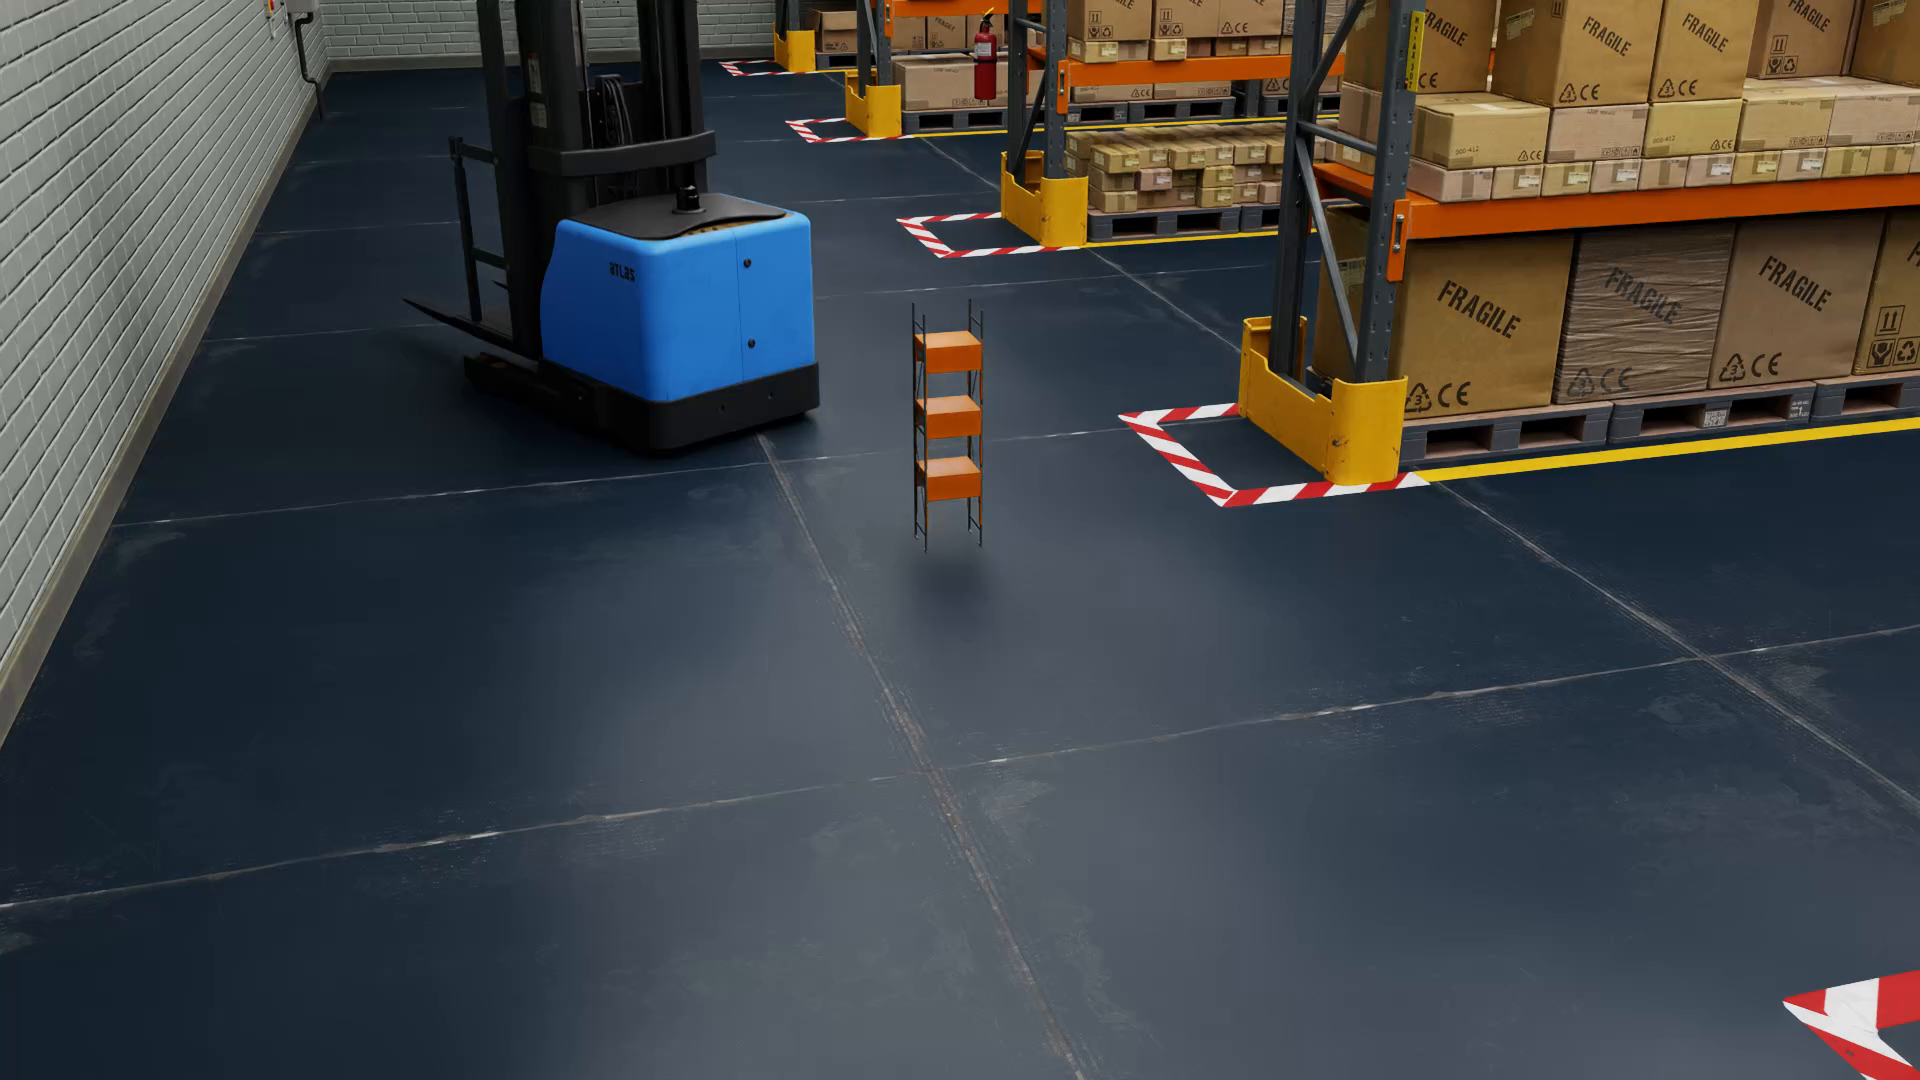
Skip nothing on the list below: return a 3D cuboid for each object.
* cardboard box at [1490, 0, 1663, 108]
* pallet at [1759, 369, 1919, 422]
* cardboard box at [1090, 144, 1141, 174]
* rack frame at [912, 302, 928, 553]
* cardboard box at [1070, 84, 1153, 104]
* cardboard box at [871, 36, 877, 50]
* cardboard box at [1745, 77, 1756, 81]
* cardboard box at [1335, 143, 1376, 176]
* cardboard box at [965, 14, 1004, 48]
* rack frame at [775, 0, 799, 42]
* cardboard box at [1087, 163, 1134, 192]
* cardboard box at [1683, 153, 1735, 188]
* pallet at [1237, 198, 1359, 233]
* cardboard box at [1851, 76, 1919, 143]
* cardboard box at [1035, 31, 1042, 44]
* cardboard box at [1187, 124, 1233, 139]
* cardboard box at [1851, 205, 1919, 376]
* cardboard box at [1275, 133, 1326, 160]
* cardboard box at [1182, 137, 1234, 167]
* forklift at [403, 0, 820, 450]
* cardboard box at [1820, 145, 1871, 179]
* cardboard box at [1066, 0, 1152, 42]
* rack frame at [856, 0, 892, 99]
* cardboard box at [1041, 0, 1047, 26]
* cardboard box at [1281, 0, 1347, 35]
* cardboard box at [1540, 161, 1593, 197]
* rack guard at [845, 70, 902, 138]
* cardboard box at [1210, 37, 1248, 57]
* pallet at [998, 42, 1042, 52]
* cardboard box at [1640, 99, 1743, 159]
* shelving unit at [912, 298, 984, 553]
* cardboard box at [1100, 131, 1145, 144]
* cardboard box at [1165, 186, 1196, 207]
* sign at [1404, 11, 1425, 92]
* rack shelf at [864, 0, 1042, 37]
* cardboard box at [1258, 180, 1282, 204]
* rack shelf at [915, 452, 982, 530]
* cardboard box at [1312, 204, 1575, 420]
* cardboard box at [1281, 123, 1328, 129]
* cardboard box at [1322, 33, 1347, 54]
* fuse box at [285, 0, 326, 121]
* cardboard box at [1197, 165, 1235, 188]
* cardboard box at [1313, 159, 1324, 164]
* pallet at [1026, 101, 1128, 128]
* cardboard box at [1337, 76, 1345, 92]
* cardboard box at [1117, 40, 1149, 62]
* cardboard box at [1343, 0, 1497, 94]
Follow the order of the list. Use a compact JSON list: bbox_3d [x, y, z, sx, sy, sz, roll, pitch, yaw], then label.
[{"bbox_3d":[2.820,-2.284,7.630,0.500,0.500,0.500,-7,24,-16],"label":"cardboard box"},{"bbox_3d":[4.902,-0.963,9.226,1.213,0.211,1.003,-6,24,-14],"label":"pallet"},{"bbox_3d":[1.157,-2.846,12.408,0.250,0.149,0.380,-7,24,-17],"label":"cardboard box"},{"bbox_3d":[-0.169,-0.464,6.999,0.008,1.050,0.200,-6,24,-14],"label":"rack frame"},{"bbox_3d":[1.483,-4.952,17.703,0.875,0.438,0.875,-7,24,-16],"label":"cardboard box"},{"bbox_3d":[-1.184,-6.458,21.580,0.250,0.149,0.380,-7,24,-16],"label":"cardboard box"},{"bbox_3d":[3.678,-2.255,8.513,0.500,0.250,0.500,-6,24,-14],"label":"cardboard box"},{"bbox_3d":[2.058,-1.917,8.232,0.250,0.149,0.380,-6,24,-13],"label":"cardboard box"},{"bbox_3d":[0.230,-6.776,21.876,0.500,0.500,0.700,-7,24,-16],"label":"cardboard box"},{"bbox_3d":[-2.218,-7.516,20.962,0.127,3.000,1.000,-6,24,-14],"label":"rack frame"},{"bbox_3d":[1.135,-2.741,12.540,0.250,0.149,0.380,-5,24,-12],"label":"cardboard box"},{"bbox_3d":[3.472,-1.804,7.970,0.250,0.149,0.380,-7,24,-15],"label":"cardboard box"},{"bbox_3d":[2.599,-2.691,13.255,1.213,0.211,1.003,-6,24,-14],"label":"pallet"},{"bbox_3d":[4.803,-2.160,8.294,0.500,0.250,0.500,-6,24,-13],"label":"cardboard box"},{"bbox_3d":[1.177,-6.654,22.036,0.250,0.149,0.380,-7,24,-16],"label":"cardboard box"},{"bbox_3d":[1.985,-3.206,13.246,0.250,0.149,0.380,-5,24,-12],"label":"cardboard box"},{"bbox_3d":[4.998,-1.472,9.039,0.875,0.875,0.875,-6,24,-14],"label":"cardboard box"},{"bbox_3d":[2.635,-3.057,12.899,0.250,0.149,0.380,-6,24,-14],"label":"cardboard box"},{"bbox_3d":[1.884,-2.957,12.667,0.250,0.149,0.380,-8,24,-17],"label":"cardboard box"},{"bbox_3d":[-2.114,-2.279,8.845,1.130,2.935,3.031,-21,31,-39],"label":"forklift"},{"bbox_3d":[4.213,-1.886,8.160,0.250,0.149,0.380,-7,24,-15],"label":"cardboard box"},{"bbox_3d":[1.068,-3.889,12.005,0.500,0.500,0.500,-5,24,-12],"label":"cardboard box"},{"bbox_3d":[-0.873,-5.632,16.571,0.127,3.000,1.000,-6,24,-14],"label":"rack frame"},{"bbox_3d":[0.924,-4.091,12.477,0.500,0.500,0.500,-6,24,-13],"label":"cardboard box"},{"bbox_3d":[2.541,-4.059,12.403,0.500,0.500,0.500,-7,24,-16],"label":"cardboard box"},{"bbox_3d":[2.728,-1.722,7.777,0.250,0.149,0.380,-7,24,-16],"label":"cardboard box"},{"bbox_3d":[-0.896,-4.480,17.058,0.348,0.500,1.175,-6,24,-14],"label":"rack guard"},{"bbox_3d":[1.949,-3.708,12.407,0.250,0.149,0.380,-7,24,-15],"label":"cardboard box"},{"bbox_3d":[0.972,-6.588,22.335,1.213,0.211,1.003,-6,24,-14],"label":"pallet"},{"bbox_3d":[3.322,-1.996,7.910,0.500,0.250,0.500,-7,24,-16],"label":"cardboard box"},{"bbox_3d":[-0.052,-0.477,7.030,0.252,1.050,0.215,-6,24,-14],"label":"shelving unit"},{"bbox_3d":[1.260,-3.077,12.945,0.250,0.149,0.380,-6,24,-13],"label":"cardboard box"},{"bbox_3d":[1.619,-2.668,12.748,0.250,0.149,0.380,-6,24,-14],"label":"cardboard box"},{"bbox_3d":[1.948,-2.092,7.124,0.005,0.325,0.100,-6,24,-14],"label":"sign"},{"bbox_3d":[1.052,-5.514,17.209,4.000,0.370,1.077,-6,24,-14],"label":"rack shelf"},{"bbox_3d":[2.378,-2.711,12.847,0.250,0.149,0.380,-8,24,-17],"label":"cardboard box"},{"bbox_3d":[-0.052,-0.212,7.143,0.240,0.259,0.215,-6,24,-14],"label":"rack shelf"},{"bbox_3d":[2.398,-1.184,8.368,0.875,0.875,0.875,-6,24,-14],"label":"cardboard box"},{"bbox_3d":[2.761,-3.242,13.330,0.250,0.149,0.380,-7,24,-17],"label":"cardboard box"},{"bbox_3d":[2.715,-3.761,12.529,0.250,0.149,0.380,-6,24,-13],"label":"cardboard box"},{"bbox_3d":[-6.723,-5.243,17.300,0.414,1.711,0.539,-6,24,-14],"label":"fuse box"},{"bbox_3d":[1.902,-2.795,12.665,0.250,0.149,0.380,-6,24,-13],"label":"cardboard box"},{"bbox_3d":[2.645,-2.929,12.977,0.250,0.149,0.380,-5,24,-12],"label":"cardboard box"},{"bbox_3d":[1.048,-4.594,17.688,1.213,0.211,1.003,-6,24,-14],"label":"pallet"},{"bbox_3d":[4.421,-5.470,18.356,0.875,0.875,0.875,-6,24,-13],"label":"cardboard box"},{"bbox_3d":[1.196,-3.601,12.156,0.250,0.149,0.380,-5,24,-12],"label":"cardboard box"},{"bbox_3d":[2.202,-2.433,7.979,0.500,0.500,0.500,-6,24,-14],"label":"cardboard box"}]
